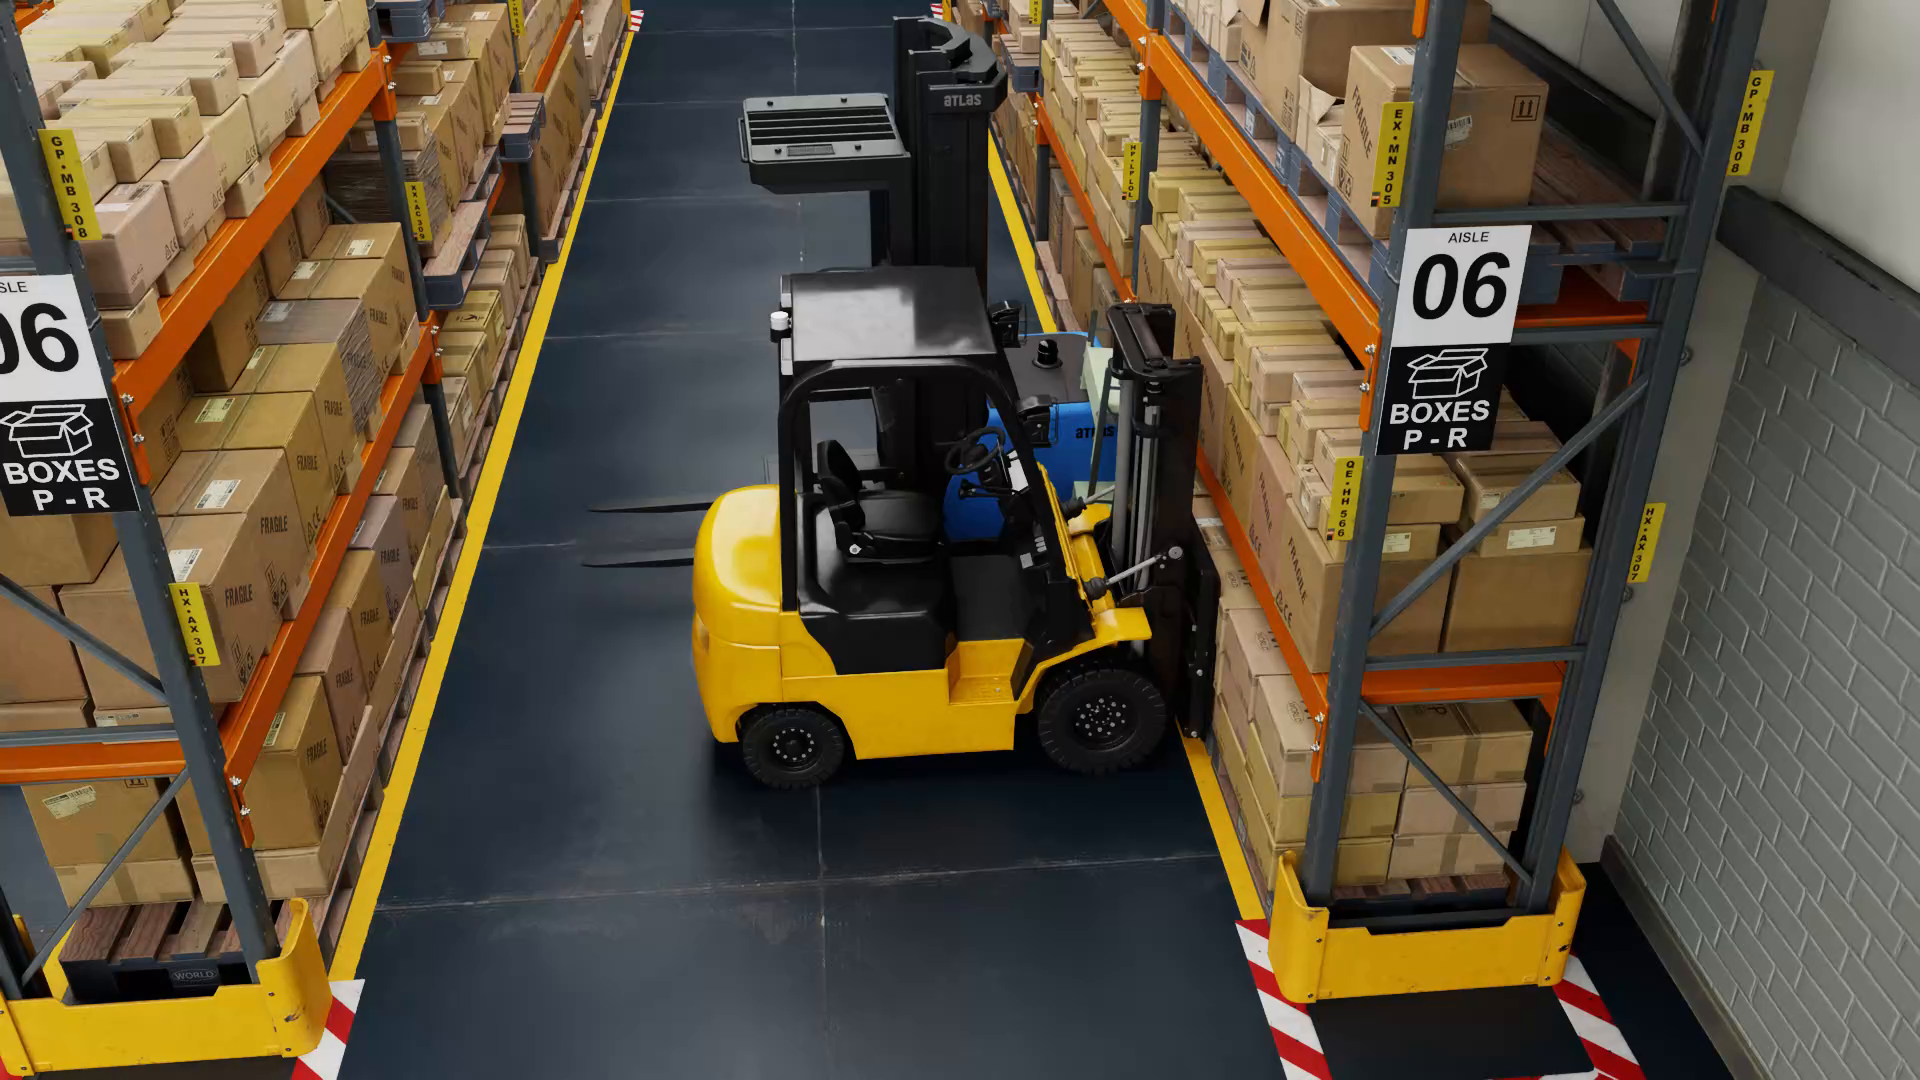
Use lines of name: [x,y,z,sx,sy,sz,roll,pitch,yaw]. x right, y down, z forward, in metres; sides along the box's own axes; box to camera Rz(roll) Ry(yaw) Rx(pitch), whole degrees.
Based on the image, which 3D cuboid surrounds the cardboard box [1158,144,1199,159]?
cardboard box: [1.194,-2.219,9.809,0.380,0.149,0.250,-3,31,-5]

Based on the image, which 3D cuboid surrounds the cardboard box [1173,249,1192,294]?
cardboard box: [1.285,-1.355,8.364,0.380,0.149,0.250,-2,31,-3]

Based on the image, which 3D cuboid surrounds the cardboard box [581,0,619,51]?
cardboard box: [-4.318,-5.771,18.575,0.875,0.438,0.875,-2,31,-3]

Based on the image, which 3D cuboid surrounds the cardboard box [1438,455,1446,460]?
cardboard box: [1.986,-0.320,6.631,0.380,0.149,0.250,-3,31,-5]

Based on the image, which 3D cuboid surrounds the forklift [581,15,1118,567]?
forklift: [-0.619,-1.212,8.921,3.031,2.935,1.130,-4,31,-7]

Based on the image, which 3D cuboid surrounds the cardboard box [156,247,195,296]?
cardboard box: [-2.890,-0.952,5.739,0.380,0.149,0.250,-2,31,-3]

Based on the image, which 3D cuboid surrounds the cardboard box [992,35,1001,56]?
cardboard box: [0.511,-4.877,16.385,0.380,0.149,0.250,-1,31,-2]

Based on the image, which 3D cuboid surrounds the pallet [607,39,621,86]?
pallet: [-4.310,-5.266,18.361,1.003,0.211,1.213,-3,31,-5]

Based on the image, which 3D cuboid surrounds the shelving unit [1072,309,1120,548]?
shelving unit: [0.839,-0.371,8.857,0.431,1.500,0.755,3,30,-4]

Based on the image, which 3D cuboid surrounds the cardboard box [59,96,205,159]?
cardboard box: [-2.859,-1.424,5.752,0.380,0.149,0.250,-3,31,-5]

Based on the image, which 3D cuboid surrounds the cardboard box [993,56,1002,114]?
cardboard box: [0.563,-4.536,16.448,0.500,0.500,0.500,-1,31,-2]

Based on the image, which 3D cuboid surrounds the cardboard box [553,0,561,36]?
cardboard box: [-3.832,-4.647,14.752,0.500,0.250,0.500,-4,31,-6]

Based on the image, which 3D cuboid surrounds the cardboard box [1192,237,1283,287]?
cardboard box: [1.344,-1.348,8.062,0.380,0.149,0.250,-3,31,-5]

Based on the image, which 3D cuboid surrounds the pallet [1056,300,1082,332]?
pallet: [1.265,-1.404,11.895,1.003,0.211,1.213,-3,31,-5]

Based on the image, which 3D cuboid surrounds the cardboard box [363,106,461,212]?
cardboard box: [-3.258,-2.223,9.749,0.500,0.500,0.500,-3,31,-4]

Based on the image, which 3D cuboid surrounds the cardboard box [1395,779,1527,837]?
cardboard box: [2.026,0.975,6.977,0.500,0.250,0.500,-2,31,-4]

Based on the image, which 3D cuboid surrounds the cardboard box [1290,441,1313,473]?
cardboard box: [1.535,-0.310,6.614,0.380,0.149,0.250,-2,31,-4]

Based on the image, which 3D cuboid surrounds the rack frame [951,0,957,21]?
rack frame: [0.368,-7.729,19.765,1.000,3.000,0.127,-3,31,-5]

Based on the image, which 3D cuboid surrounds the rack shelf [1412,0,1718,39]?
rack shelf: [1.676,-2.676,6.547,1.077,0.370,4.000,-3,31,-5]

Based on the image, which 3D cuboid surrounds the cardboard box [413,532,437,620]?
cardboard box: [-3.069,0.198,8.766,0.500,0.250,0.500,-4,31,-6]

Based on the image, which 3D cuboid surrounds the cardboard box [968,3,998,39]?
cardboard box: [0.469,-5.551,18.147,0.700,0.500,0.500,-4,31,-6]

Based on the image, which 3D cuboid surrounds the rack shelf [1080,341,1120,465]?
rack shelf: [0.873,-0.707,8.661,0.431,0.370,0.720,3,30,-4]

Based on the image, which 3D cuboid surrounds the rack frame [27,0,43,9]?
rack frame: [-9.118,-5.159,15.461,1.000,3.000,0.127,-3,31,-5]

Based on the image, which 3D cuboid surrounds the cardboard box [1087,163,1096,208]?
cardboard box: [1.114,-2.294,10.812,0.500,0.250,0.500,-3,31,-4]

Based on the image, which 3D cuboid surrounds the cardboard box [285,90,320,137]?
cardboard box: [-3.037,-1.870,7.276,0.380,0.149,0.250,-2,31,-3]

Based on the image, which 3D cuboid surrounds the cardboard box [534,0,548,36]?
cardboard box: [-3.709,-4.345,13.758,0.500,0.250,0.500,-3,31,-5]

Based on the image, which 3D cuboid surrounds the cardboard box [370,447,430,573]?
cardboard box: [-3.080,-0.136,8.593,0.500,0.500,0.500,-2,31,-4]

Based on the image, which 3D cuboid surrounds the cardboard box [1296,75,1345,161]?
cardboard box: [1.460,-1.552,6.121,0.396,0.266,0.258,-3,31,-4]

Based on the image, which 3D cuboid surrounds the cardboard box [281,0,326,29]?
cardboard box: [-3.014,-2.341,7.287,0.380,0.149,0.250,-2,31,-3]

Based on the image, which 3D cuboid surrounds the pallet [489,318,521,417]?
pallet: [-3.643,-1.187,11.532,1.003,0.211,1.213,-3,31,-5]

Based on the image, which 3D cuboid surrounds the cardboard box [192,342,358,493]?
cardboard box: [-3.002,-0.530,7.325,0.500,0.500,0.500,-3,31,-6]

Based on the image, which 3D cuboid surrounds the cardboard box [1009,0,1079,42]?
cardboard box: [0.695,-4.284,13.733,0.500,0.250,0.500,-4,31,-7]

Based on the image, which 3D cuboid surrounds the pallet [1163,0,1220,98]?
pallet: [1.595,-2.418,8.034,1.003,0.211,1.213,-3,31,-5]

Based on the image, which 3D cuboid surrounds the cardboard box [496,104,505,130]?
cardboard box: [-3.380,-2.933,11.570,0.380,0.149,0.250,-4,31,-7]

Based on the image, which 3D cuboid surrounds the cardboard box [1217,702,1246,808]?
cardboard box: [1.468,0.961,7.488,0.500,0.250,0.500,-3,31,-5]

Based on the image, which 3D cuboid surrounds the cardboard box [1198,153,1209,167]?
cardboard box: [1.661,-2.281,10.303,0.500,0.250,0.500,-3,31,-5]

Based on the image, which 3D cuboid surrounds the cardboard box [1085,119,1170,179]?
cardboard box: [1.092,-2.515,10.694,0.500,0.250,0.500,-2,31,-4]

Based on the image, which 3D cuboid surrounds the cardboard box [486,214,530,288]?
cardboard box: [-3.783,-2.168,12.608,0.950,0.372,0.625,-5,31,-8]

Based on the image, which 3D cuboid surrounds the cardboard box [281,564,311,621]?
cardboard box: [-2.864,0.205,6.727,0.380,0.149,0.250,-2,31,-4]

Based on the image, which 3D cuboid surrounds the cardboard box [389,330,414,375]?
cardboard box: [-3.088,-0.978,8.708,0.380,0.149,0.250,-2,31,-3]

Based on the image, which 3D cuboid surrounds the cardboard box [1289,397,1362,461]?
cardboard box: [1.515,-0.439,6.540,0.380,0.149,0.250,-2,31,-3]

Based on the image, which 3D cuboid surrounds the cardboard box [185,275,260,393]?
cardboard box: [-3.442,-0.946,7.047,0.700,0.500,0.500,-3,31,-5]

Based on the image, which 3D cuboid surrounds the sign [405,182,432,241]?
sign: [-2.912,-1.764,8.935,0.100,0.325,0.005,-3,31,-5]

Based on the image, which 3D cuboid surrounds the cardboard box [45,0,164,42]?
cardboard box: [-3.607,-2.182,7.021,0.380,0.149,0.250,-4,31,-6]

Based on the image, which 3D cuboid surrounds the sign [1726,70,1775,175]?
sign: [2.416,-1.281,5.115,0.100,0.325,0.005,-3,31,-5]

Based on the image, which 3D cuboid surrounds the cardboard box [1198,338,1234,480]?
cardboard box: [1.411,-0.625,7.774,0.500,0.500,0.500,-3,31,-4]

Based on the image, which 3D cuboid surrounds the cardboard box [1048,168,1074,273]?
cardboard box: [1.161,-2.486,12.894,0.875,0.625,0.625,-2,31,-3]

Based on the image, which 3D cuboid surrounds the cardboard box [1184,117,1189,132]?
cardboard box: [1.633,-2.638,10.512,0.380,0.149,0.250,-3,31,-5]

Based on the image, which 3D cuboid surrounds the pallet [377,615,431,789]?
pallet: [-3.237,0.800,8.205,1.003,0.211,1.213,-3,31,-5]

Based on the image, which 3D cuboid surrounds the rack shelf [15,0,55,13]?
rack shelf: [-9.305,-5.871,17.355,1.077,0.370,4.000,-3,31,-5]

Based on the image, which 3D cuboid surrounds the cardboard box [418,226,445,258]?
cardboard box: [-3.189,-1.733,9.561,0.380,0.149,0.250,-2,31,-4]

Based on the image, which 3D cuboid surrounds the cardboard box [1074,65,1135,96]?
cardboard box: [0.983,-3.131,11.336,0.380,0.149,0.250,-2,31,-4]

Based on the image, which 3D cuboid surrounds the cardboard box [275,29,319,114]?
cardboard box: [-3.061,-1.982,7.075,0.500,0.250,0.500,-3,31,-5]

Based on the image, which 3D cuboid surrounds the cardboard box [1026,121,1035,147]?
cardboard box: [0.761,-3.408,13.927,0.380,0.149,0.250,-4,31,-7]
